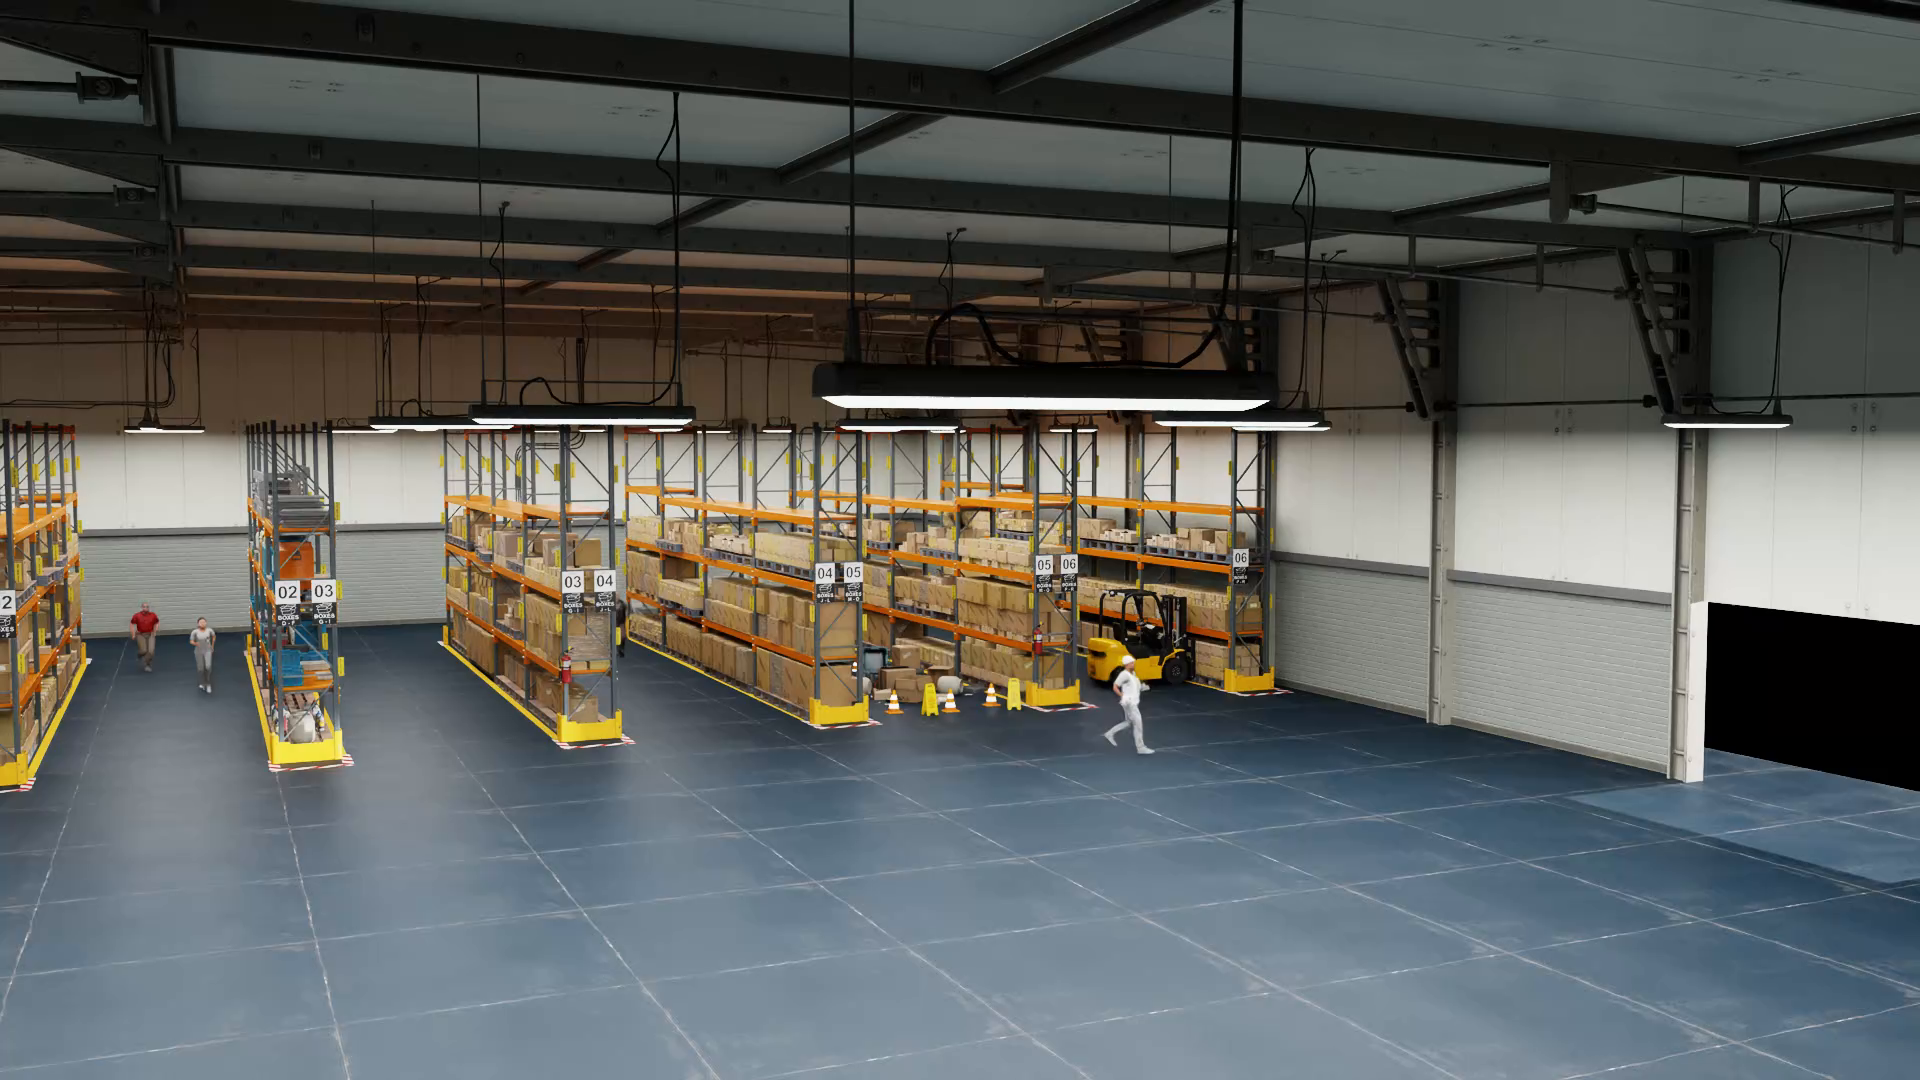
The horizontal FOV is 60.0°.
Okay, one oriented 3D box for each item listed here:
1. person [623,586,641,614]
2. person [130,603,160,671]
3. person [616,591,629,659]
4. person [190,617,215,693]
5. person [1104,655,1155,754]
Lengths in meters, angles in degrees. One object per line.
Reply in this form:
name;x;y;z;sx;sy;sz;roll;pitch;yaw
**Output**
person;-9.593;1.786;48.767;0.837;1.821;0.682;-3;5;-44
person;-19.862;2.360;40.560;0.653;1.681;0.637;-3;4;-37
person;-8.815;2.196;42.862;0.638;1.755;0.687;-1;4;-20
person;-16.950;2.567;37.240;0.512;1.697;0.778;-2;4;-23
person;3.048;2.953;29.966;0.964;1.763;0.695;1;4;18
